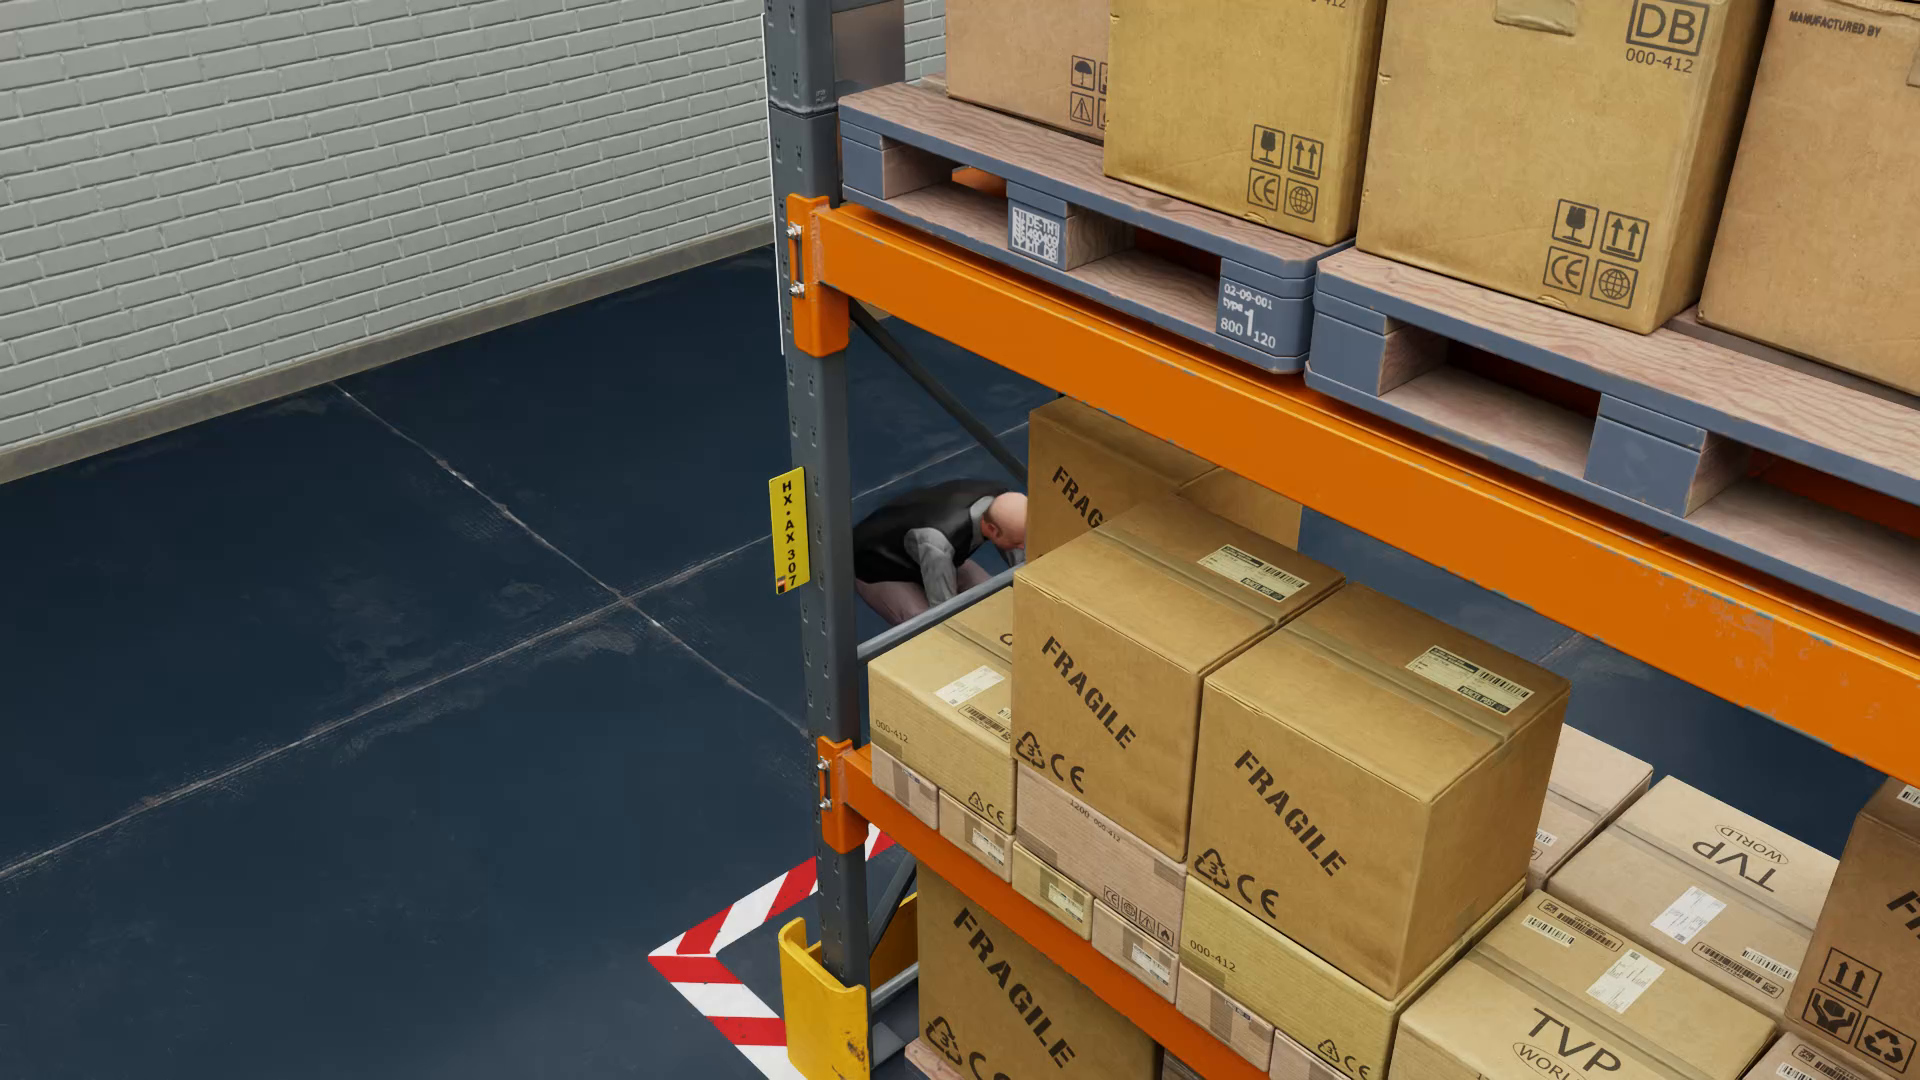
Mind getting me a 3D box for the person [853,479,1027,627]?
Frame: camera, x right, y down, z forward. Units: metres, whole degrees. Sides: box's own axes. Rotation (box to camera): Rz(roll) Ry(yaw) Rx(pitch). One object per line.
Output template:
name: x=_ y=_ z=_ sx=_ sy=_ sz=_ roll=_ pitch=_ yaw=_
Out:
person: x=-0.038 y=0.165 z=6.561 sx=0.550 sy=1.024 sz=0.859 roll=-26 pitch=40 yaw=-36
